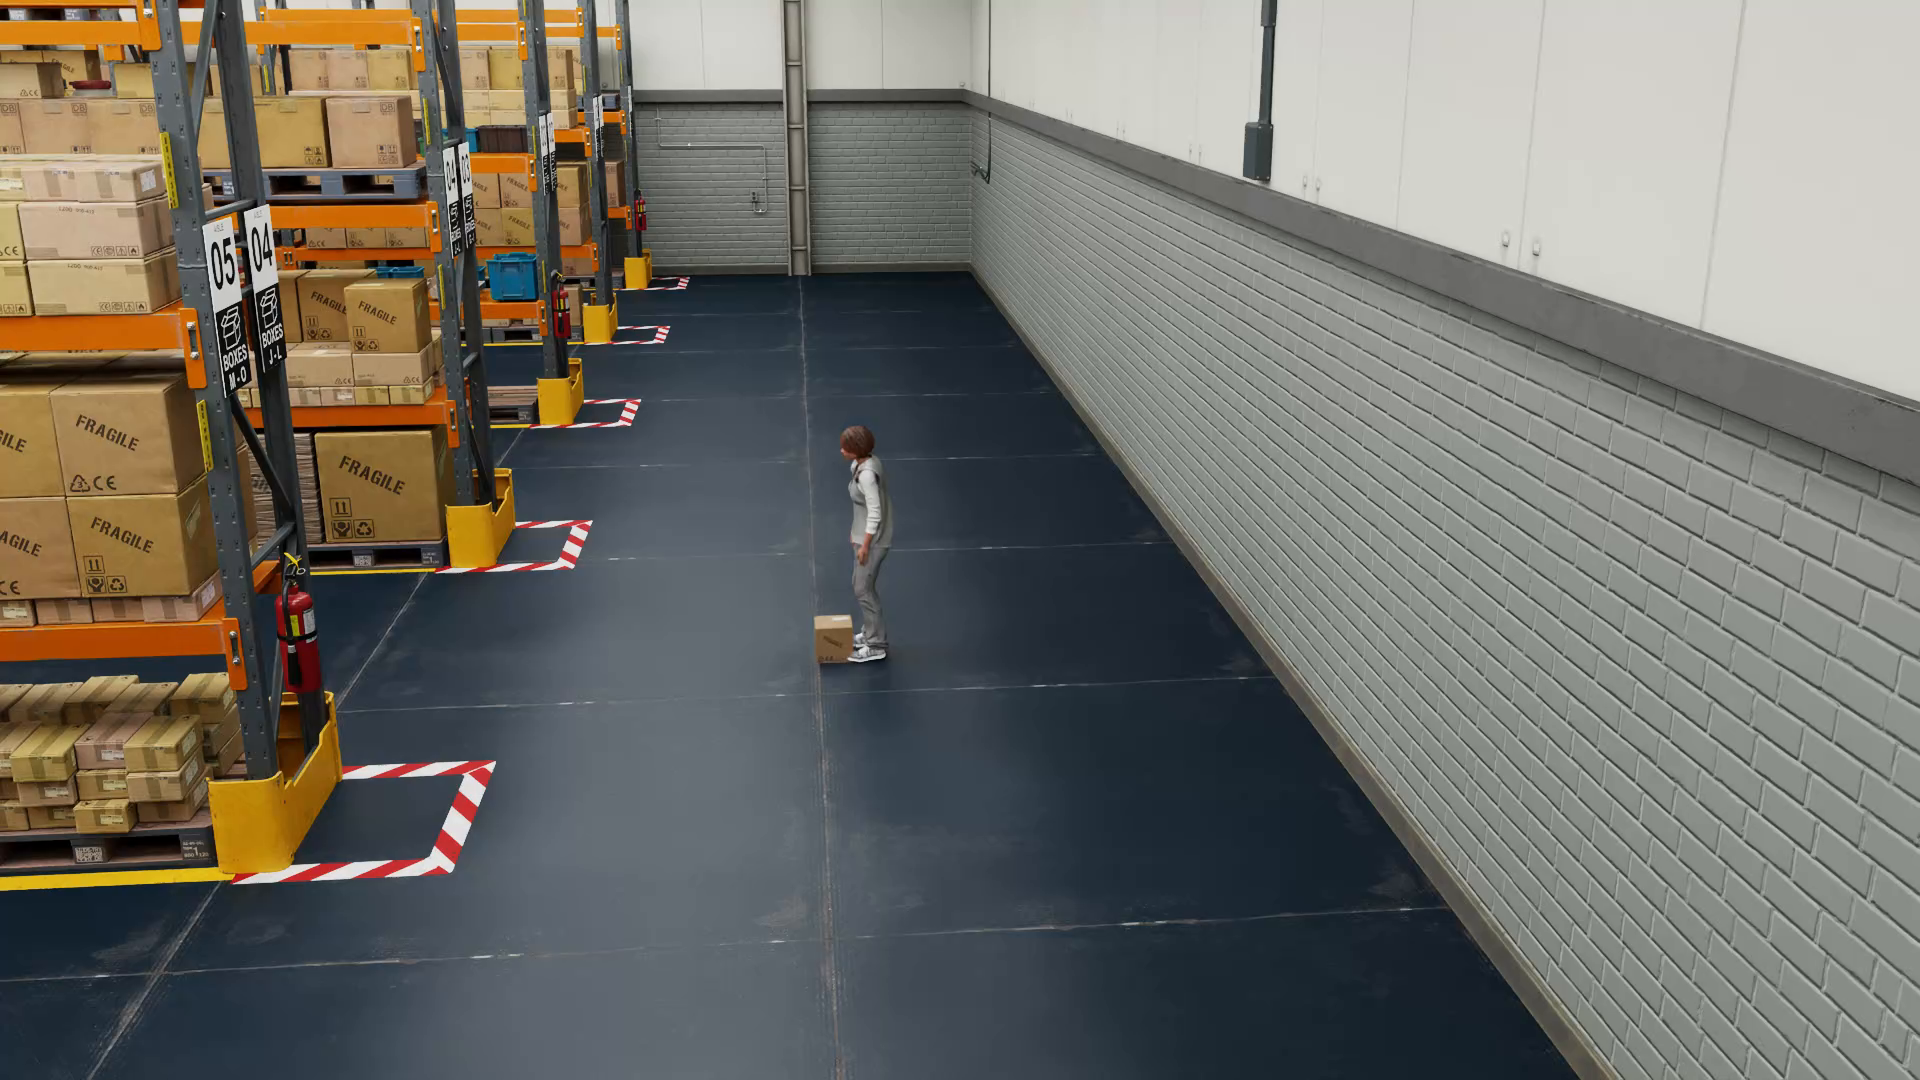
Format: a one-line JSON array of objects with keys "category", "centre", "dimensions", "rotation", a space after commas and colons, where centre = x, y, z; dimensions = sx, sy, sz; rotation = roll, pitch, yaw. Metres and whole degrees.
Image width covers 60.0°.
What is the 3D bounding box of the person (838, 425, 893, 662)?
[{"category": "person", "centre": [-0.622, 0.015, 11.015], "dimensions": [0.349, 1.592, 0.466], "rotation": [-2, 17, -6]}]
